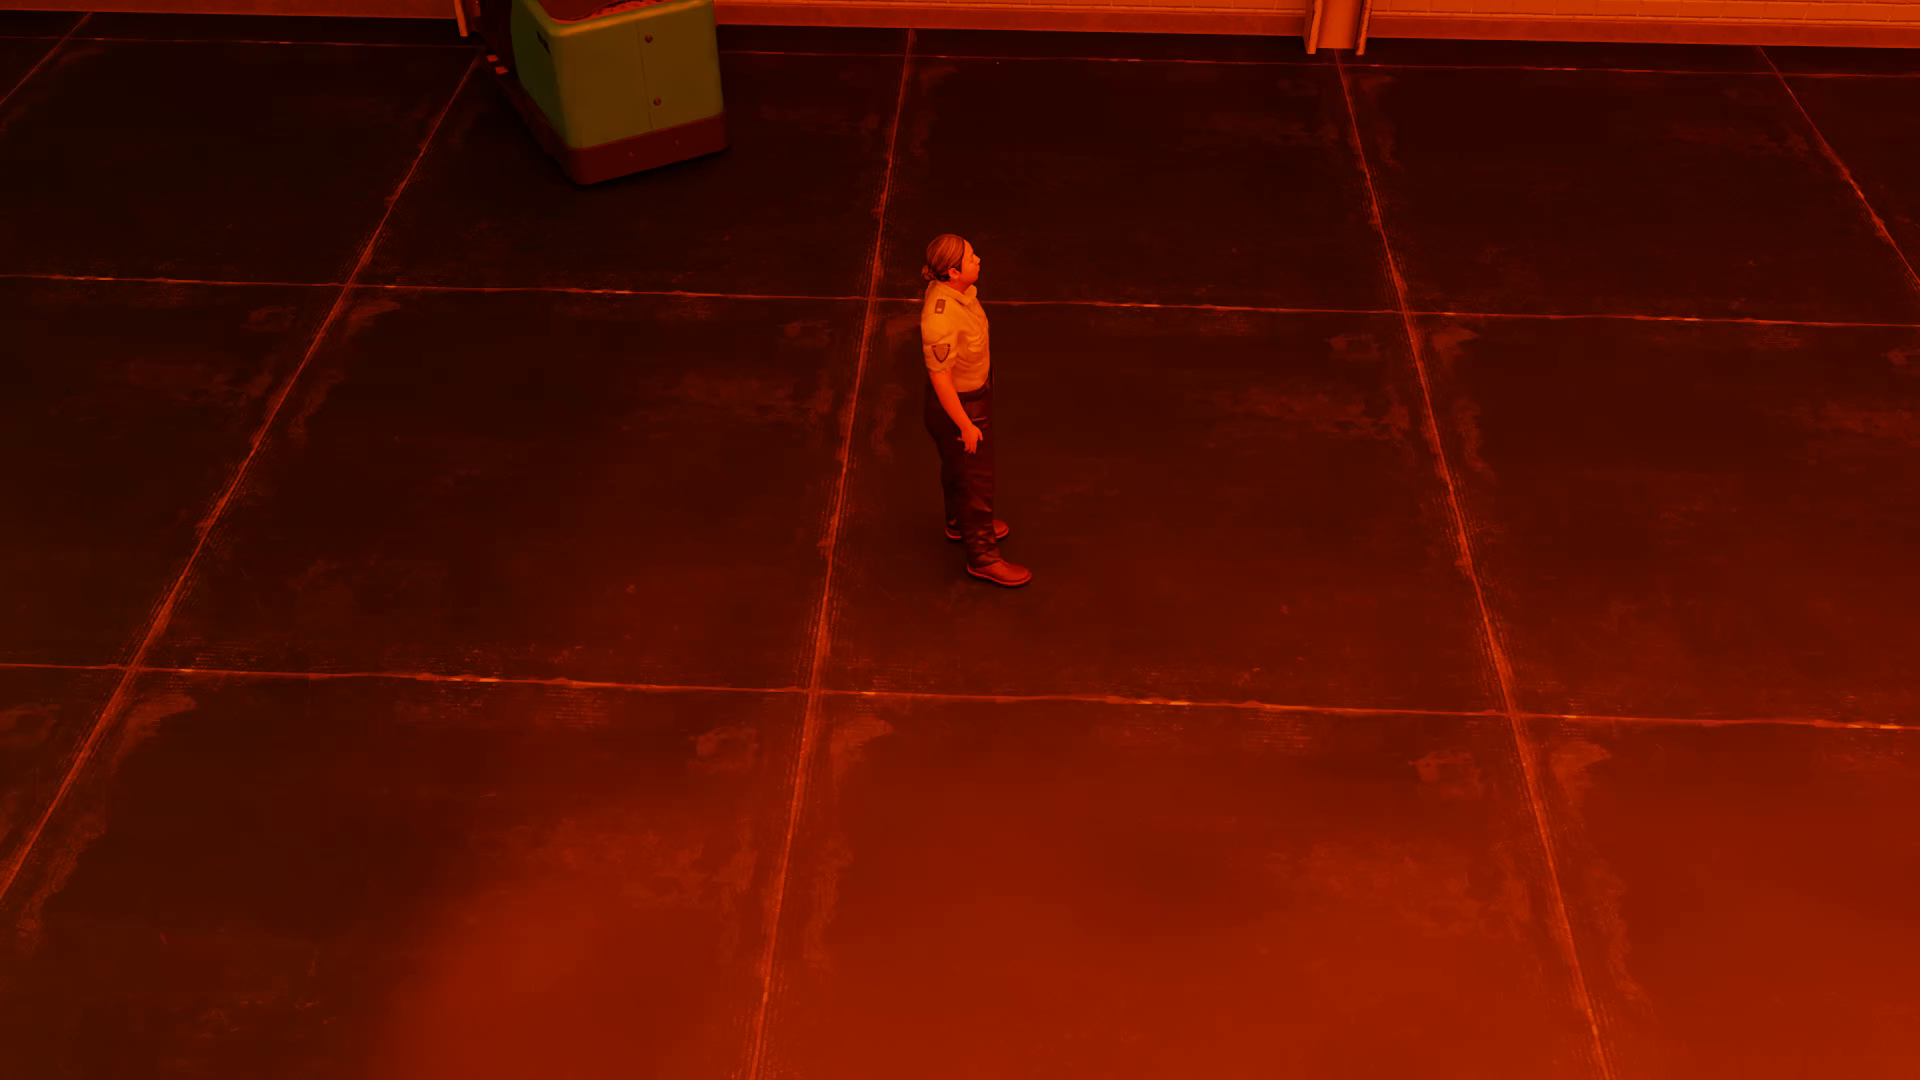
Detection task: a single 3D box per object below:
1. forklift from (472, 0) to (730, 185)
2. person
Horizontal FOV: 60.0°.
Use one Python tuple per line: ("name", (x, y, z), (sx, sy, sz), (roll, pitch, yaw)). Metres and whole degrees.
("forklift", (-2.605, -4.247, 10.394), (1.130, 2.935, 3.031), (-20, 46, -21))
("person", (0.088, -0.596, 7.335), (0.503, 1.651, 0.598), (2, 42, 2))
